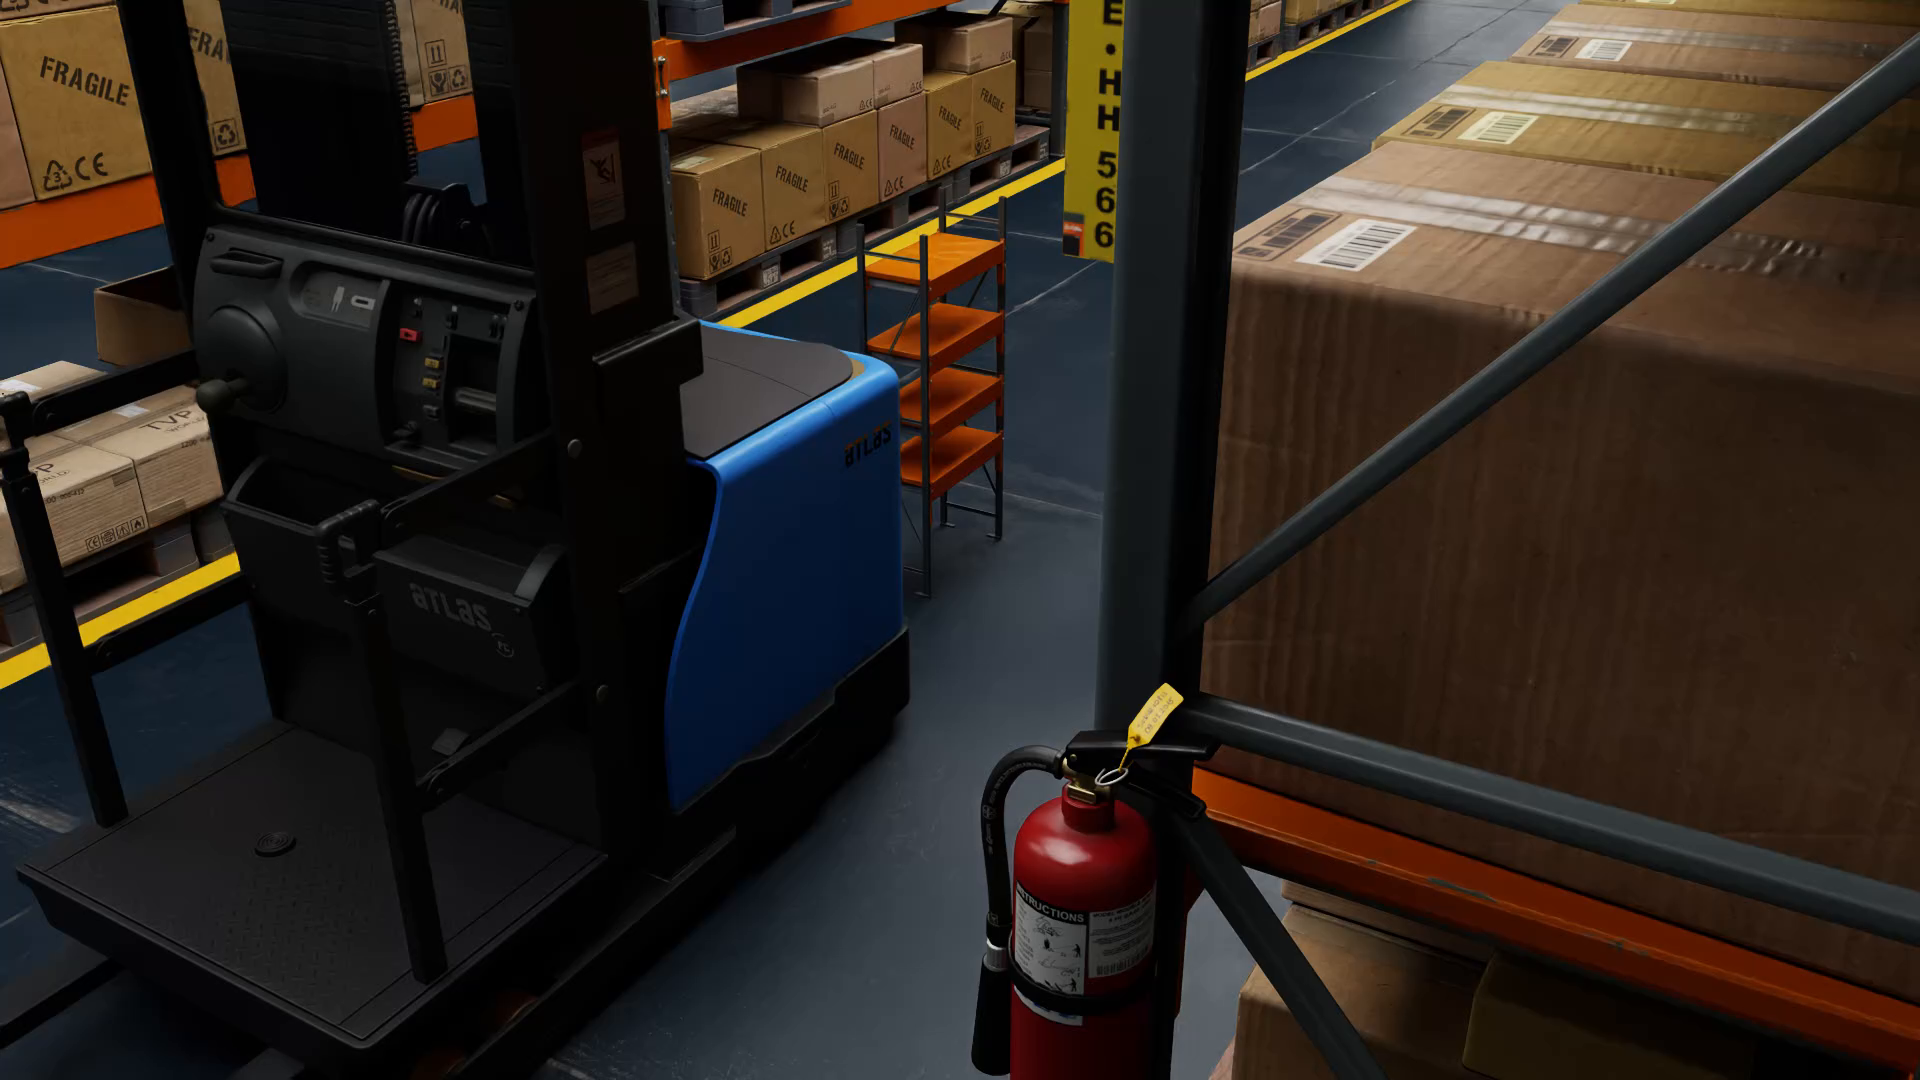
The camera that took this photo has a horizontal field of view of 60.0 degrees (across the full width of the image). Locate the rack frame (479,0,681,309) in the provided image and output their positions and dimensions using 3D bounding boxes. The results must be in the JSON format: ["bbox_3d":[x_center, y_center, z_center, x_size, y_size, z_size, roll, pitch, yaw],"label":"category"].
[{"bbox_3d":[-1.724,-2.349,7.092,1.000,3.000,0.127,14,30,26],"label":"rack frame"}]

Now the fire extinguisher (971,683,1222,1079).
[{"bbox_3d":[0.147,0.458,1.988,0.296,0.674,0.183,14,30,26],"label":"fire extinguisher"}]

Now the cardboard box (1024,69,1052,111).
[{"bbox_3d":[0.757,-3.006,11.006,0.500,0.250,0.500,14,30,26],"label":"cardboard box"}]

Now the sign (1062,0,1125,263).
[{"bbox_3d":[0.157,-0.449,1.739,0.100,0.325,0.005,14,30,26],"label":"sign"}]

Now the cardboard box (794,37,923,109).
[{"bbox_3d":[-0.536,-2.484,8.824,0.500,0.250,0.500,14,30,25],"label":"cardboard box"}]

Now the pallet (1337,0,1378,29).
[{"bbox_3d":[3.238,-4.998,15.498,1.003,0.211,1.213,14,30,26],"label":"pallet"}]

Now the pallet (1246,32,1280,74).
[{"bbox_3d":[1.883,-3.924,13.353,1.003,0.211,1.213,14,30,26],"label":"pallet"}]

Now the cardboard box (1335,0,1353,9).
[{"bbox_3d":[3.205,-4.927,14.843,0.500,0.250,0.500,14,30,26],"label":"cardboard box"}]

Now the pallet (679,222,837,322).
[{"bbox_3d":[-1.357,-1.427,8.366,1.003,0.211,1.213,14,30,26],"label":"pallet"}]

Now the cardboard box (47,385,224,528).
[{"bbox_3d":[-2.685,-0.297,5.572,0.500,0.250,0.500,14,30,26],"label":"cardboard box"}]

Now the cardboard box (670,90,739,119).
[{"bbox_3d":[-1.233,-2.070,8.834,0.500,0.500,0.500,15,30,27],"label":"cardboard box"}]

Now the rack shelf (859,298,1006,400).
[{"bbox_3d":[-0.081,-0.612,5.283,0.258,0.148,0.480,14,30,26],"label":"rack shelf"}]

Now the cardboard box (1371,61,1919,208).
[{"bbox_3d":[1.213,-0.322,2.707,0.980,0.700,0.700,14,30,26],"label":"cardboard box"}]

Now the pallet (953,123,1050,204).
[{"bbox_3d":[-0.156,-2.378,10.265,1.003,0.211,1.213,14,30,26],"label":"pallet"}]

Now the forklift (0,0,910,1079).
[{"bbox_3d":[-1.324,-0.354,3.183,1.130,2.935,3.031,15,30,27],"label":"forklift"}]

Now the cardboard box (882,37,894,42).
[{"bbox_3d":[-0.229,-2.872,10.438,0.500,0.500,0.500,16,31,28],"label":"cardboard box"}]

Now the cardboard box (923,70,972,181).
[{"bbox_3d":[-0.267,-2.369,9.433,0.500,0.500,0.500,13,29,24],"label":"cardboard box"}]

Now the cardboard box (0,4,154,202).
[{"bbox_3d":[-2.745,-1.347,4.978,0.500,0.500,0.500,14,30,26],"label":"cardboard box"}]

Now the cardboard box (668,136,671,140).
[{"bbox_3d":[-1.731,-1.683,8.063,0.500,0.500,0.500,14,30,26],"label":"cardboard box"}]

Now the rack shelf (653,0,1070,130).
[{"bbox_3d":[-0.740,-2.807,8.810,1.077,0.370,4.000,14,30,26],"label":"rack shelf"}]

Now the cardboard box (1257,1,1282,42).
[{"bbox_3d":[2.260,-4.200,13.391,0.500,0.250,0.500,14,30,26],"label":"cardboard box"}]

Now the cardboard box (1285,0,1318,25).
[{"bbox_3d":[2.704,-4.539,14.069,0.500,0.250,0.500,14,30,26],"label":"cardboard box"}]

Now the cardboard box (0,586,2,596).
[{"bbox_3d":[-3.064,0.095,4.883,0.380,0.166,0.250,14,30,26],"label":"cardboard box"}]

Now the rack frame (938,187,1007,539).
[{"bbox_3d":[0.039,-0.567,5.543,0.240,1.200,0.015,14,30,26],"label":"rack frame"}]

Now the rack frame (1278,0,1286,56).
[{"bbox_3d":[2.212,-5.467,13.320,1.000,3.000,0.127,14,30,26],"label":"rack frame"}]

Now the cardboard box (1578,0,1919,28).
[{"bbox_3d":[1.946,-0.903,3.867,0.980,0.700,0.700,13,30,25],"label":"cardboard box"}]

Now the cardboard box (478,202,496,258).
[{"bbox_3d":[-1.757,-1.144,6.984,0.500,0.500,0.500,14,30,26],"label":"cardboard box"}]

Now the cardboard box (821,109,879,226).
[{"bbox_3d":[-0.769,-1.966,8.628,0.500,0.500,0.500,15,30,27],"label":"cardboard box"}]

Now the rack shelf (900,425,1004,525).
[{"bbox_3d":[-0.081,-0.234,5.472,0.258,0.148,0.480,14,30,26],"label":"rack shelf"}]

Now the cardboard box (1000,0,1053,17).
[{"bbox_3d":[0.537,-3.579,11.525,0.500,0.311,0.500,14,30,25],"label":"cardboard box"}]

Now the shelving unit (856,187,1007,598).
[{"bbox_3d":[-0.081,-0.472,5.353,0.258,1.200,0.503,14,30,26],"label":"shelving unit"}]

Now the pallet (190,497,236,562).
[{"bbox_3d":[-2.662,-0.357,6.228,1.003,0.211,1.213,14,30,26],"label":"pallet"}]

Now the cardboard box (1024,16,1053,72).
[{"bbox_3d":[0.757,-3.256,10.880,0.500,0.311,0.500,15,30,28],"label":"cardboard box"}]

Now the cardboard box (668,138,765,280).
[{"bbox_3d":[-1.274,-1.563,7.822,0.500,0.500,0.500,13,29,24],"label":"cardboard box"}]

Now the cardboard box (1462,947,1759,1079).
[{"bbox_3d":[0.993,0.737,2.525,0.380,0.149,0.250,14,30,26],"label":"cardboard box"}]

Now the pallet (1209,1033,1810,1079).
[{"bbox_3d":[0.948,1.217,3.082,1.003,0.211,1.213,14,30,26],"label":"pallet"}]

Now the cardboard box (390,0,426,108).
[{"bbox_3d":[-2.250,-1.741,5.764,0.500,0.500,0.500,15,30,27],"label":"cardboard box"}]

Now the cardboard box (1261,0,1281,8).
[{"bbox_3d":[2.262,-4.455,13.275,0.500,0.311,0.500,14,30,26],"label":"cardboard box"}]
